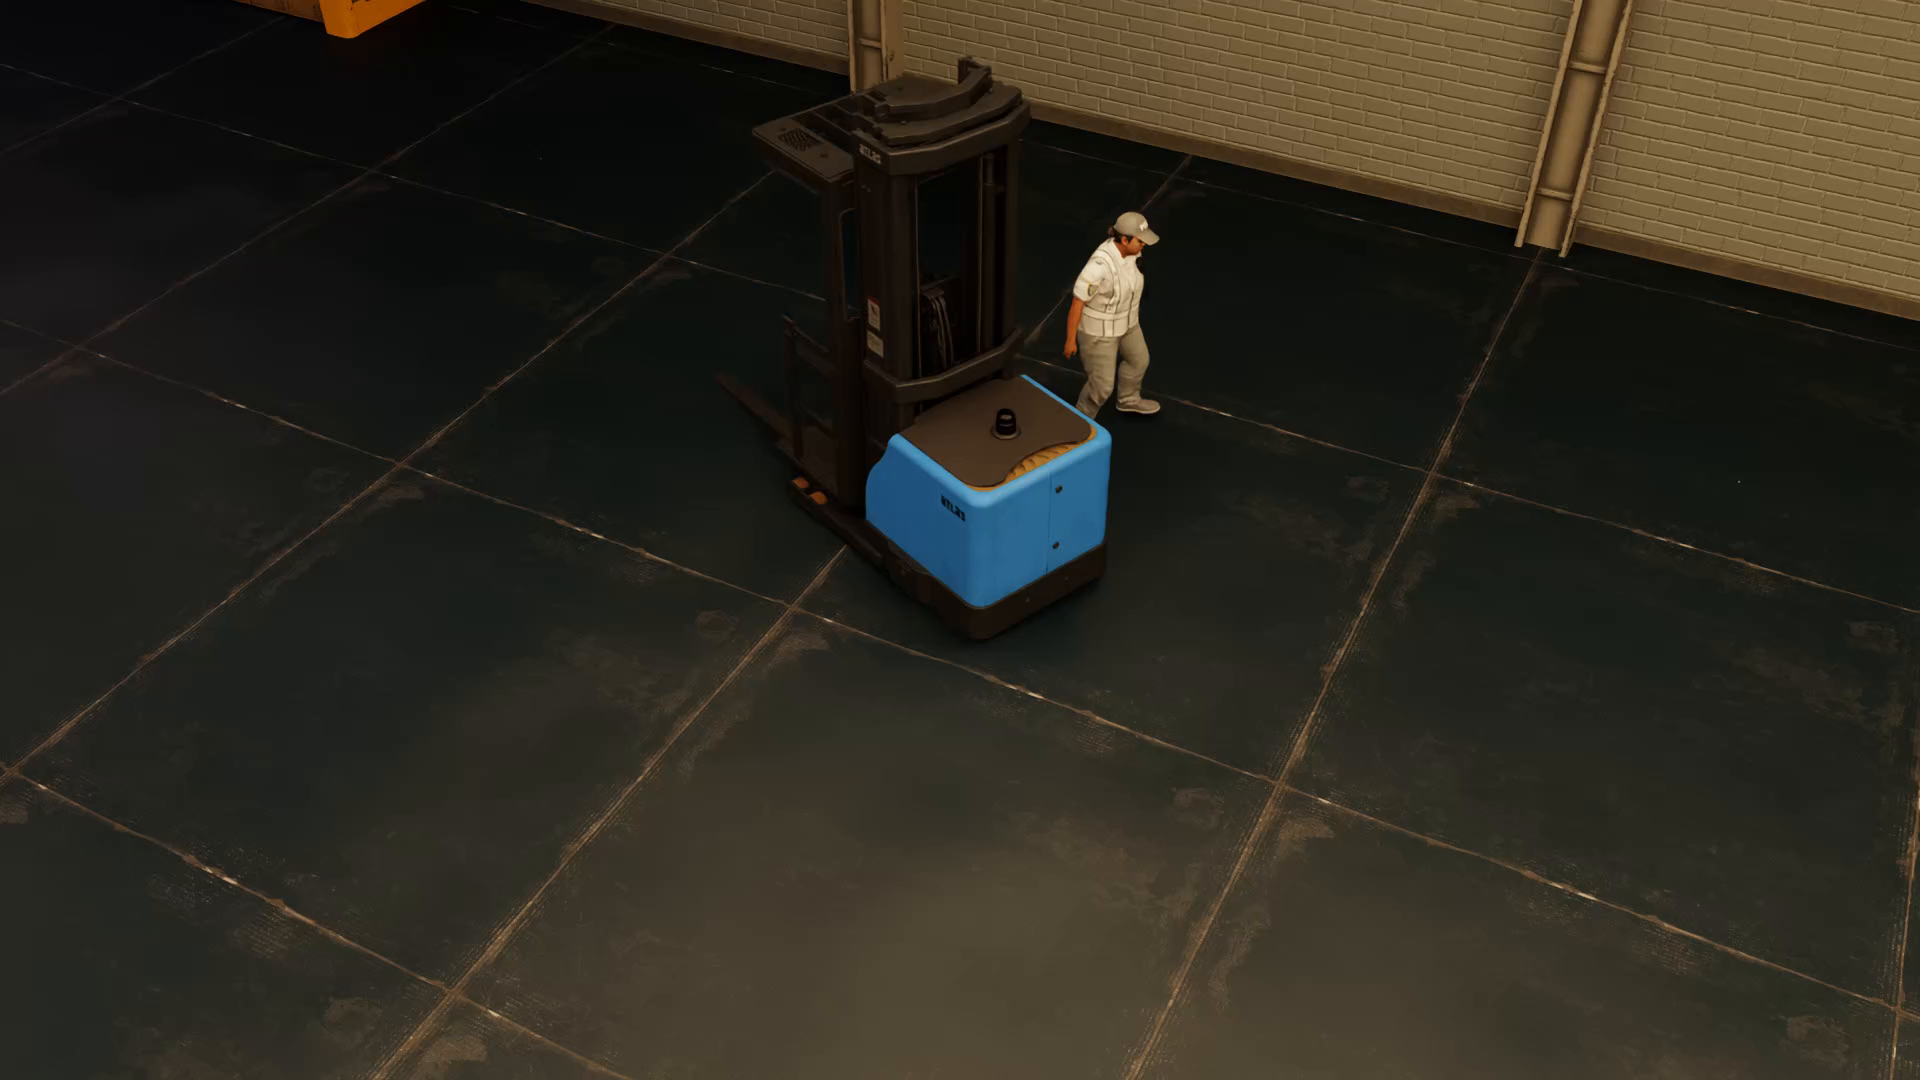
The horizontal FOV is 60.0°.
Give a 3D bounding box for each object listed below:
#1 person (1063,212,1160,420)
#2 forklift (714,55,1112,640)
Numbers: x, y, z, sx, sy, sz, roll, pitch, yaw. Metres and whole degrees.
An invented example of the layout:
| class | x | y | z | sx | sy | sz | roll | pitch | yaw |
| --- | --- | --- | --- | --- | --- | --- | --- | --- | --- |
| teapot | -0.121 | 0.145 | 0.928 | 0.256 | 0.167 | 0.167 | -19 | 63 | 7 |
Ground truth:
| class | x | y | z | sx | sy | sz | roll | pitch | yaw |
| --- | --- | --- | --- | --- | --- | --- | --- | --- | --- |
| person | 0.996 | -1.372 | 10.572 | 0.470 | 1.635 | 0.809 | 28 | 48 | 29 |
| forklift | -0.450 | -1.440 | 9.696 | 1.130 | 2.935 | 3.031 | -28 | 47 | -29 |
